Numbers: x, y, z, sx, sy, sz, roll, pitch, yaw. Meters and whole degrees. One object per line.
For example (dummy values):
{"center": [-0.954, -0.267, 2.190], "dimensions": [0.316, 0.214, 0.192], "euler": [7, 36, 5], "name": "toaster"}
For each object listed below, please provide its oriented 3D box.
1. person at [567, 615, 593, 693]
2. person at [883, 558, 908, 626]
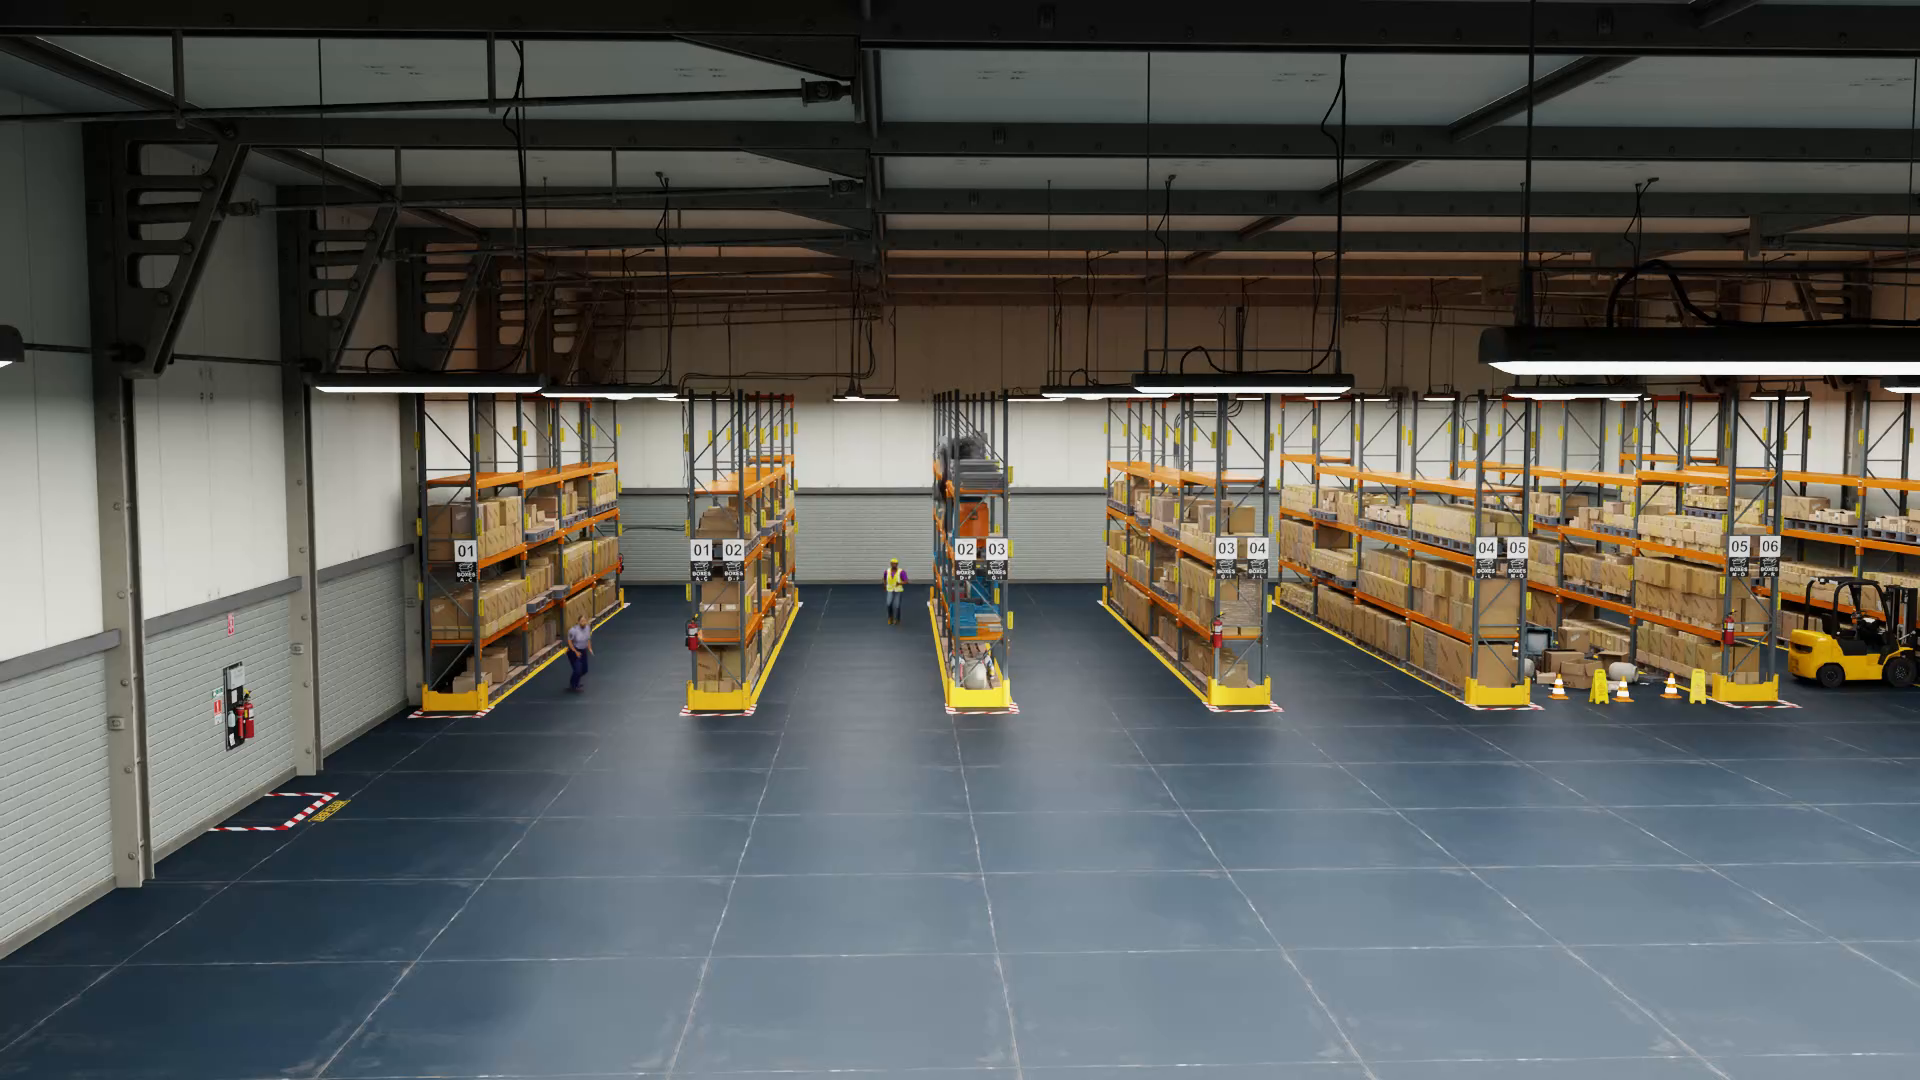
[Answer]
{"center": [-7.642, 2.251, 33.133], "dimensions": [0.739, 1.585, 0.604], "euler": [3, 6, 37], "name": "person"}
{"center": [-1.690, 1.344, 42.922], "dimensions": [0.680, 1.753, 0.682], "euler": [1, 5, 11], "name": "person"}
